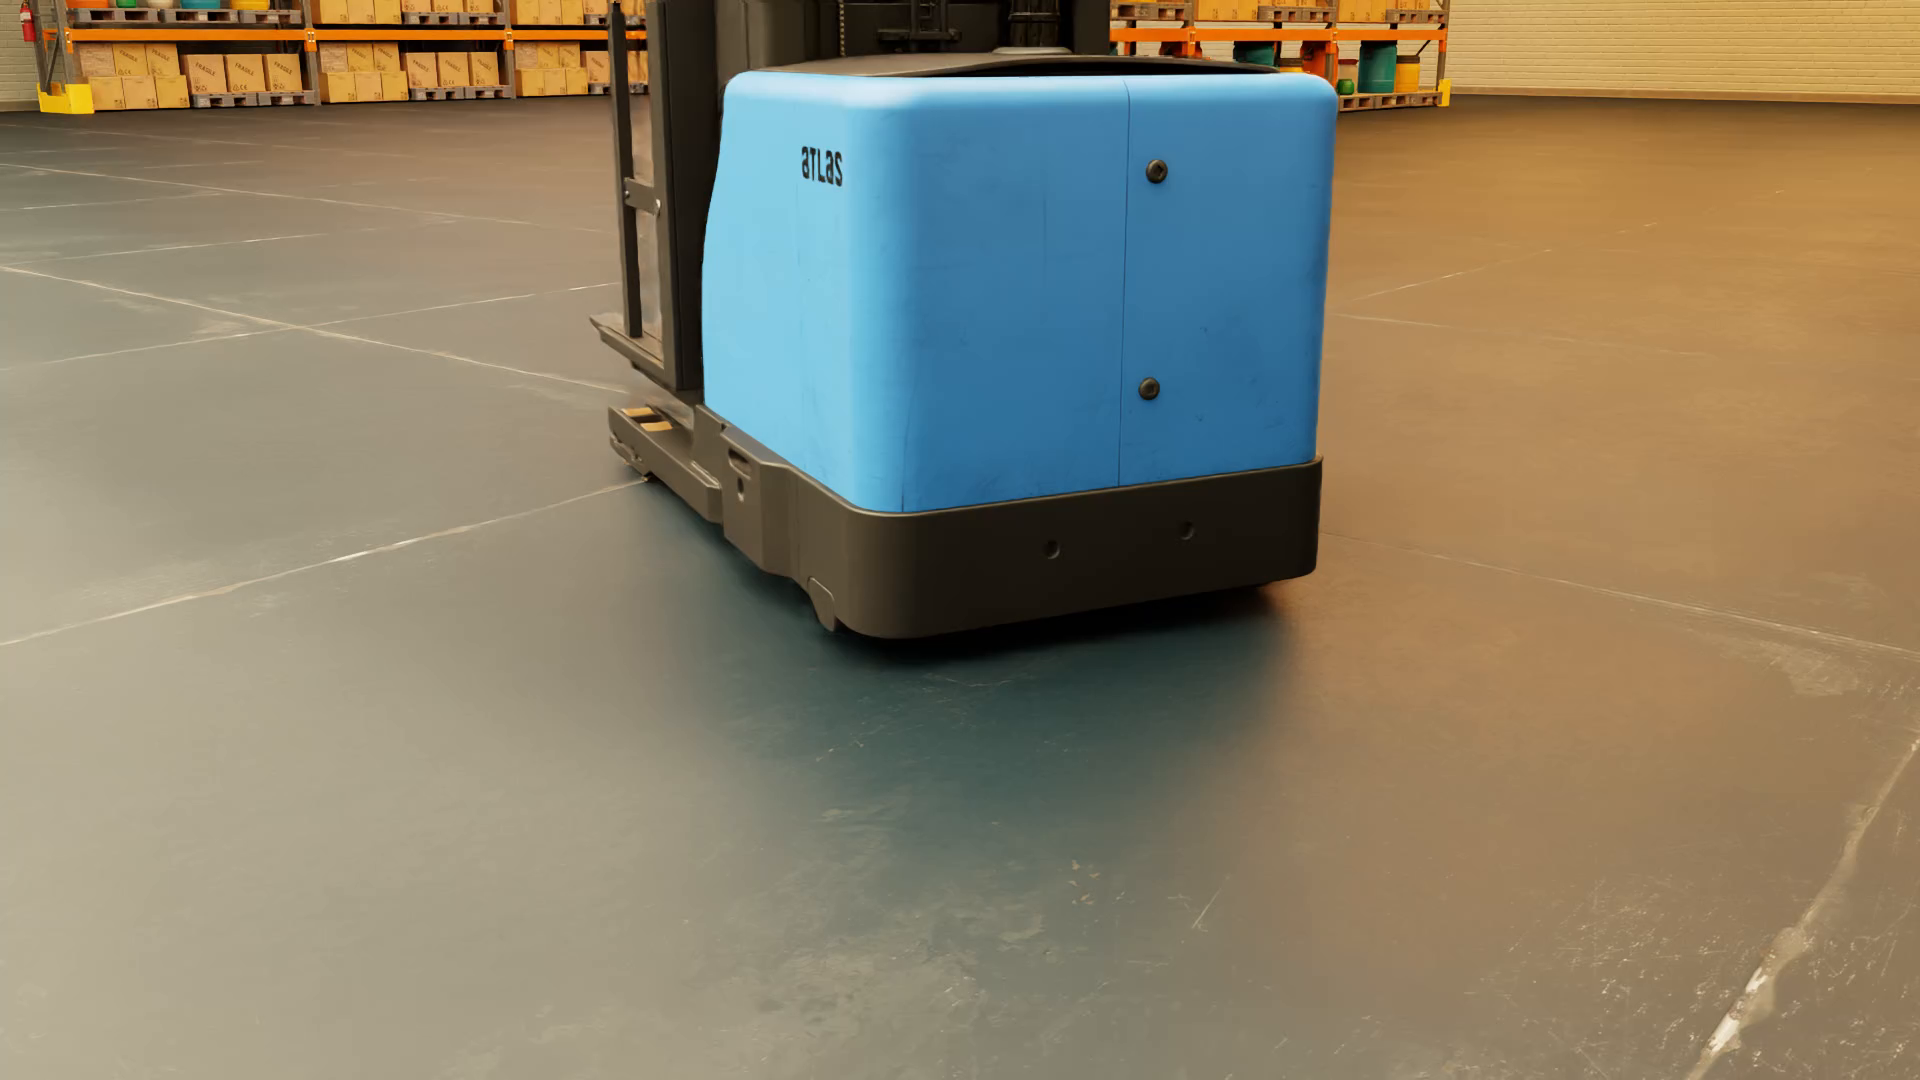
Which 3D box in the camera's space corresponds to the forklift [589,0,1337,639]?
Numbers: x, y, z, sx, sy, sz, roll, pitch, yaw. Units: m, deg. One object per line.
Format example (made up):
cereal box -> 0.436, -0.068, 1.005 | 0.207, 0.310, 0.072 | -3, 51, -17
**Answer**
forklift -> -0.327, -1.602, 4.173 | 1.130, 2.935, 3.031 | -8, 19, -24
